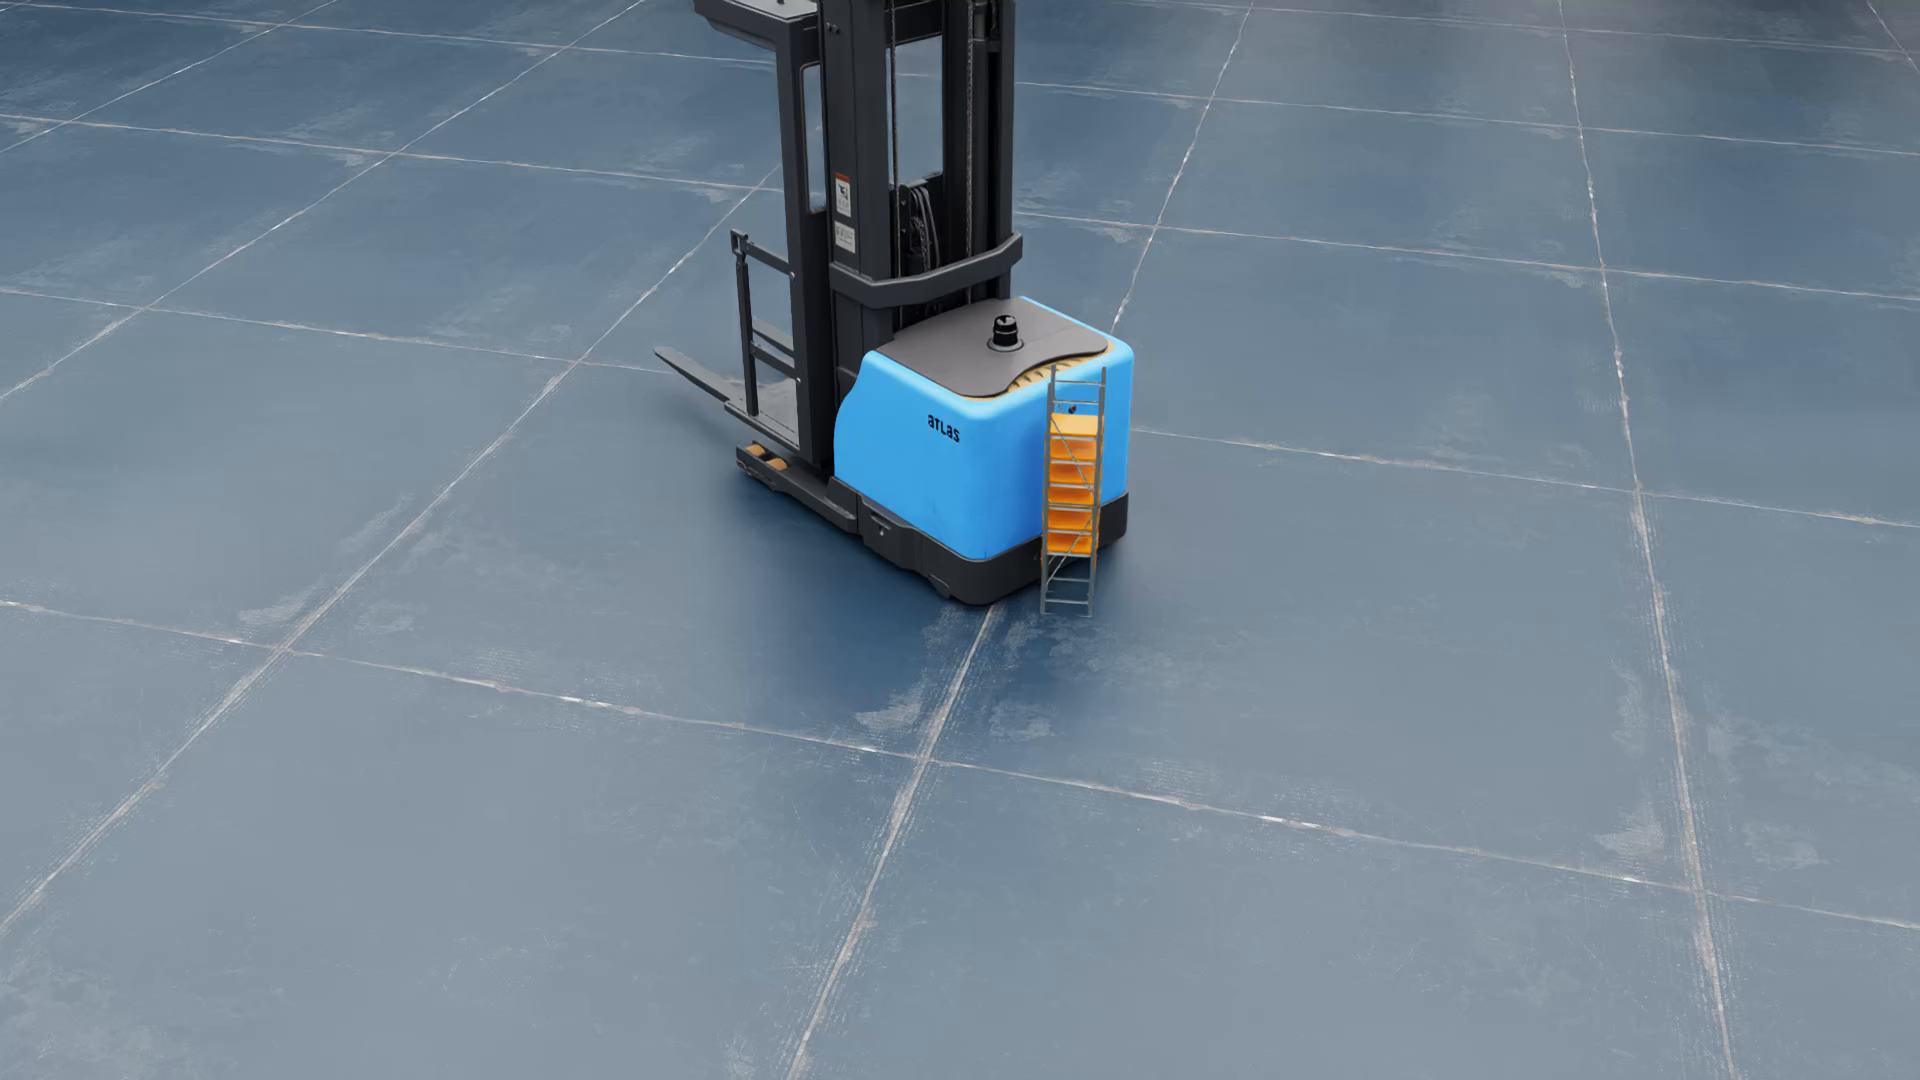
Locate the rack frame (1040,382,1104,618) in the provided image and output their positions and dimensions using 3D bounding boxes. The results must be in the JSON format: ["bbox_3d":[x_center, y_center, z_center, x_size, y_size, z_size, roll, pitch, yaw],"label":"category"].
[{"bbox_3d":[0.492,-0.154,7.374,0.240,1.200,0.006,4,33,6],"label":"rack frame"}]

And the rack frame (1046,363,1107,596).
[{"bbox_3d":[0.515,-0.251,7.527,0.240,1.200,0.006,4,33,6],"label":"rack frame"}]

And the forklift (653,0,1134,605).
[{"bbox_3d":[-0.524,-1.652,8.117,1.130,2.935,3.031,-25,40,-34],"label":"forklift"}]

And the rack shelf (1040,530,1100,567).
[{"bbox_3d":[0.503,0.037,7.603,0.258,0.103,0.180,4,33,6],"label":"rack shelf"}]

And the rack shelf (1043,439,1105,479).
[{"bbox_3d":[0.503,-0.368,7.346,0.258,0.103,0.180,4,33,6],"label":"rack shelf"}]

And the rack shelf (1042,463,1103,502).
[{"bbox_3d":[0.503,-0.267,7.410,0.258,0.103,0.180,4,33,6],"label":"rack shelf"}]

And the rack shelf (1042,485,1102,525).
[{"bbox_3d":[0.503,-0.165,7.474,0.258,0.103,0.180,4,33,6],"label":"rack shelf"}]

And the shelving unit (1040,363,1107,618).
[{"bbox_3d":[0.503,-0.203,7.451,0.258,1.200,0.189,4,33,6],"label":"shelving unit"}]

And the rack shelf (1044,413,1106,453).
[{"bbox_3d":[0.503,-0.469,7.281,0.258,0.103,0.180,4,33,6],"label":"rack shelf"}]

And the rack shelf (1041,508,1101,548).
[{"bbox_3d":[0.503,-0.064,7.539,0.258,0.103,0.180,4,33,6],"label":"rack shelf"}]
